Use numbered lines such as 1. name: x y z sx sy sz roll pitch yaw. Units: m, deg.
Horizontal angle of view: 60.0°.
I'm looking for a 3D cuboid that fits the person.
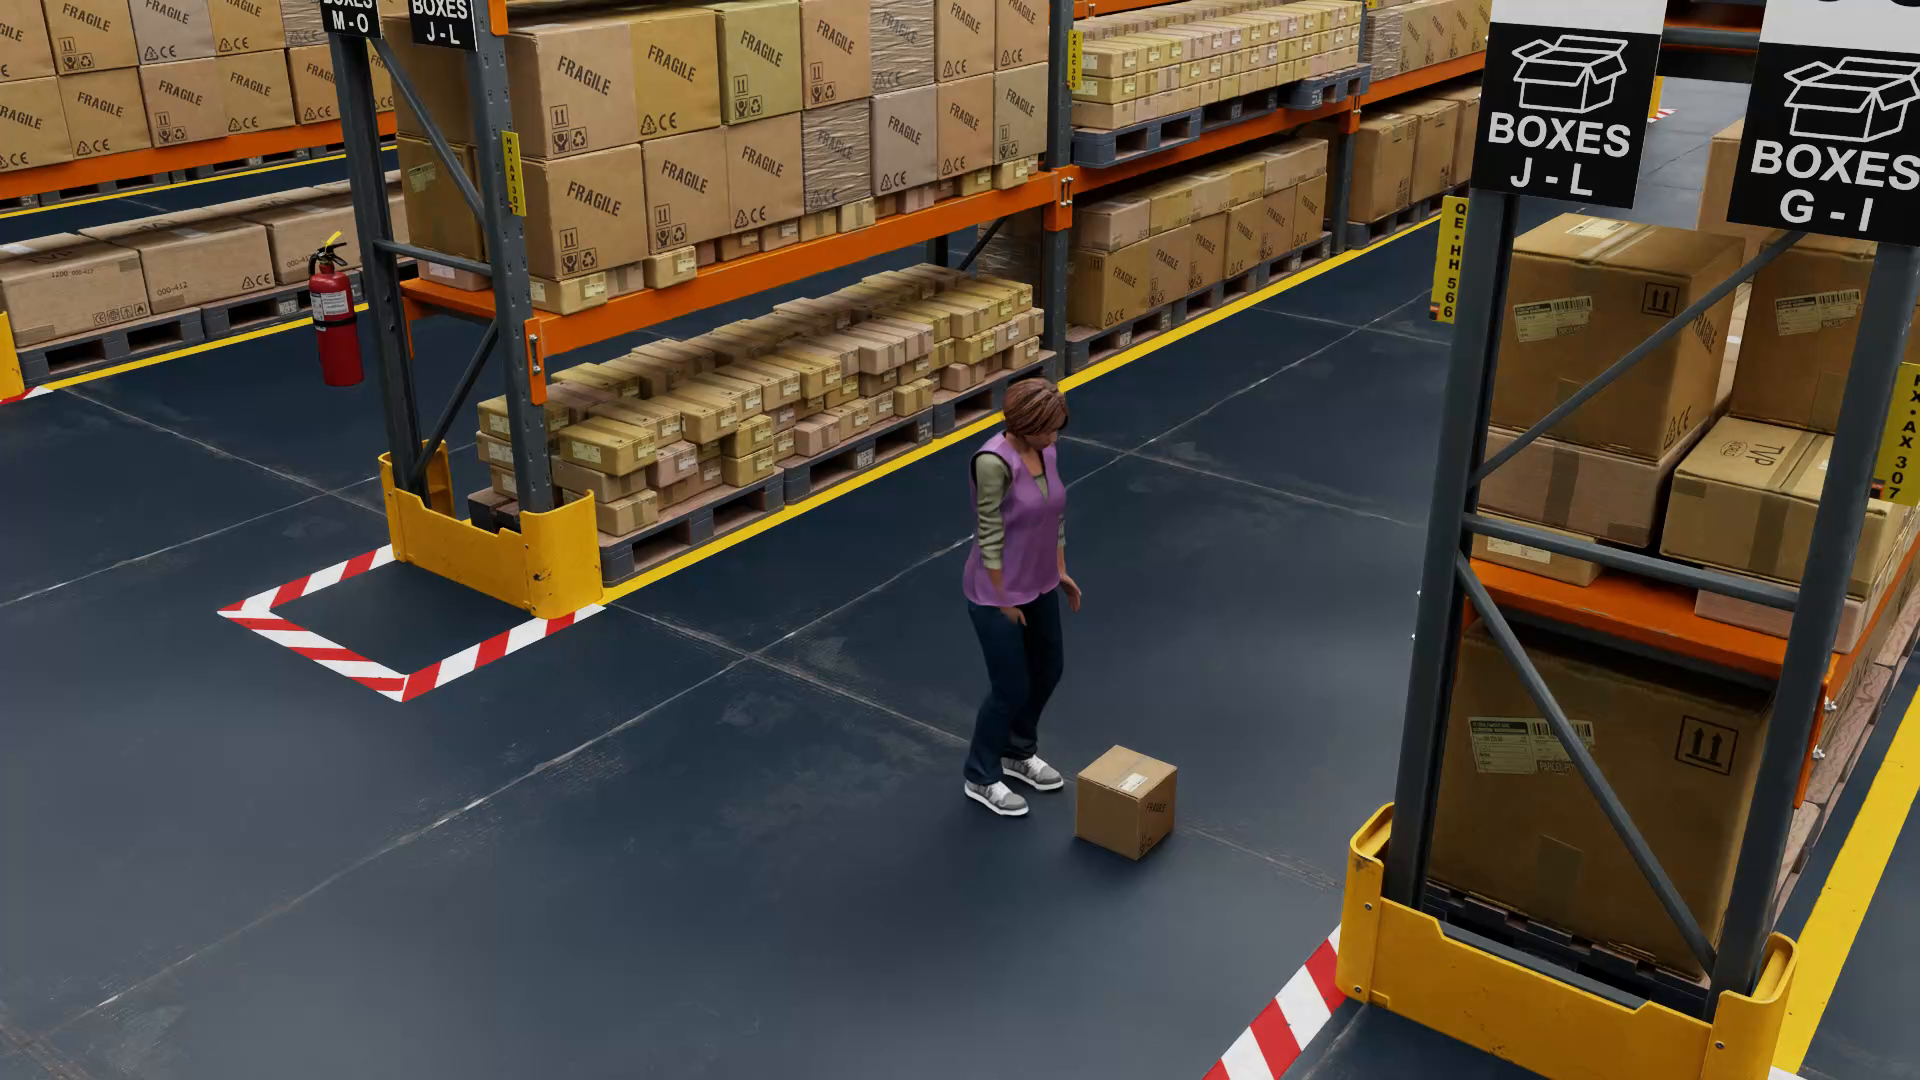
1. person: 0.206 0.187 5.744 0.341 1.562 0.417 18 29 34
